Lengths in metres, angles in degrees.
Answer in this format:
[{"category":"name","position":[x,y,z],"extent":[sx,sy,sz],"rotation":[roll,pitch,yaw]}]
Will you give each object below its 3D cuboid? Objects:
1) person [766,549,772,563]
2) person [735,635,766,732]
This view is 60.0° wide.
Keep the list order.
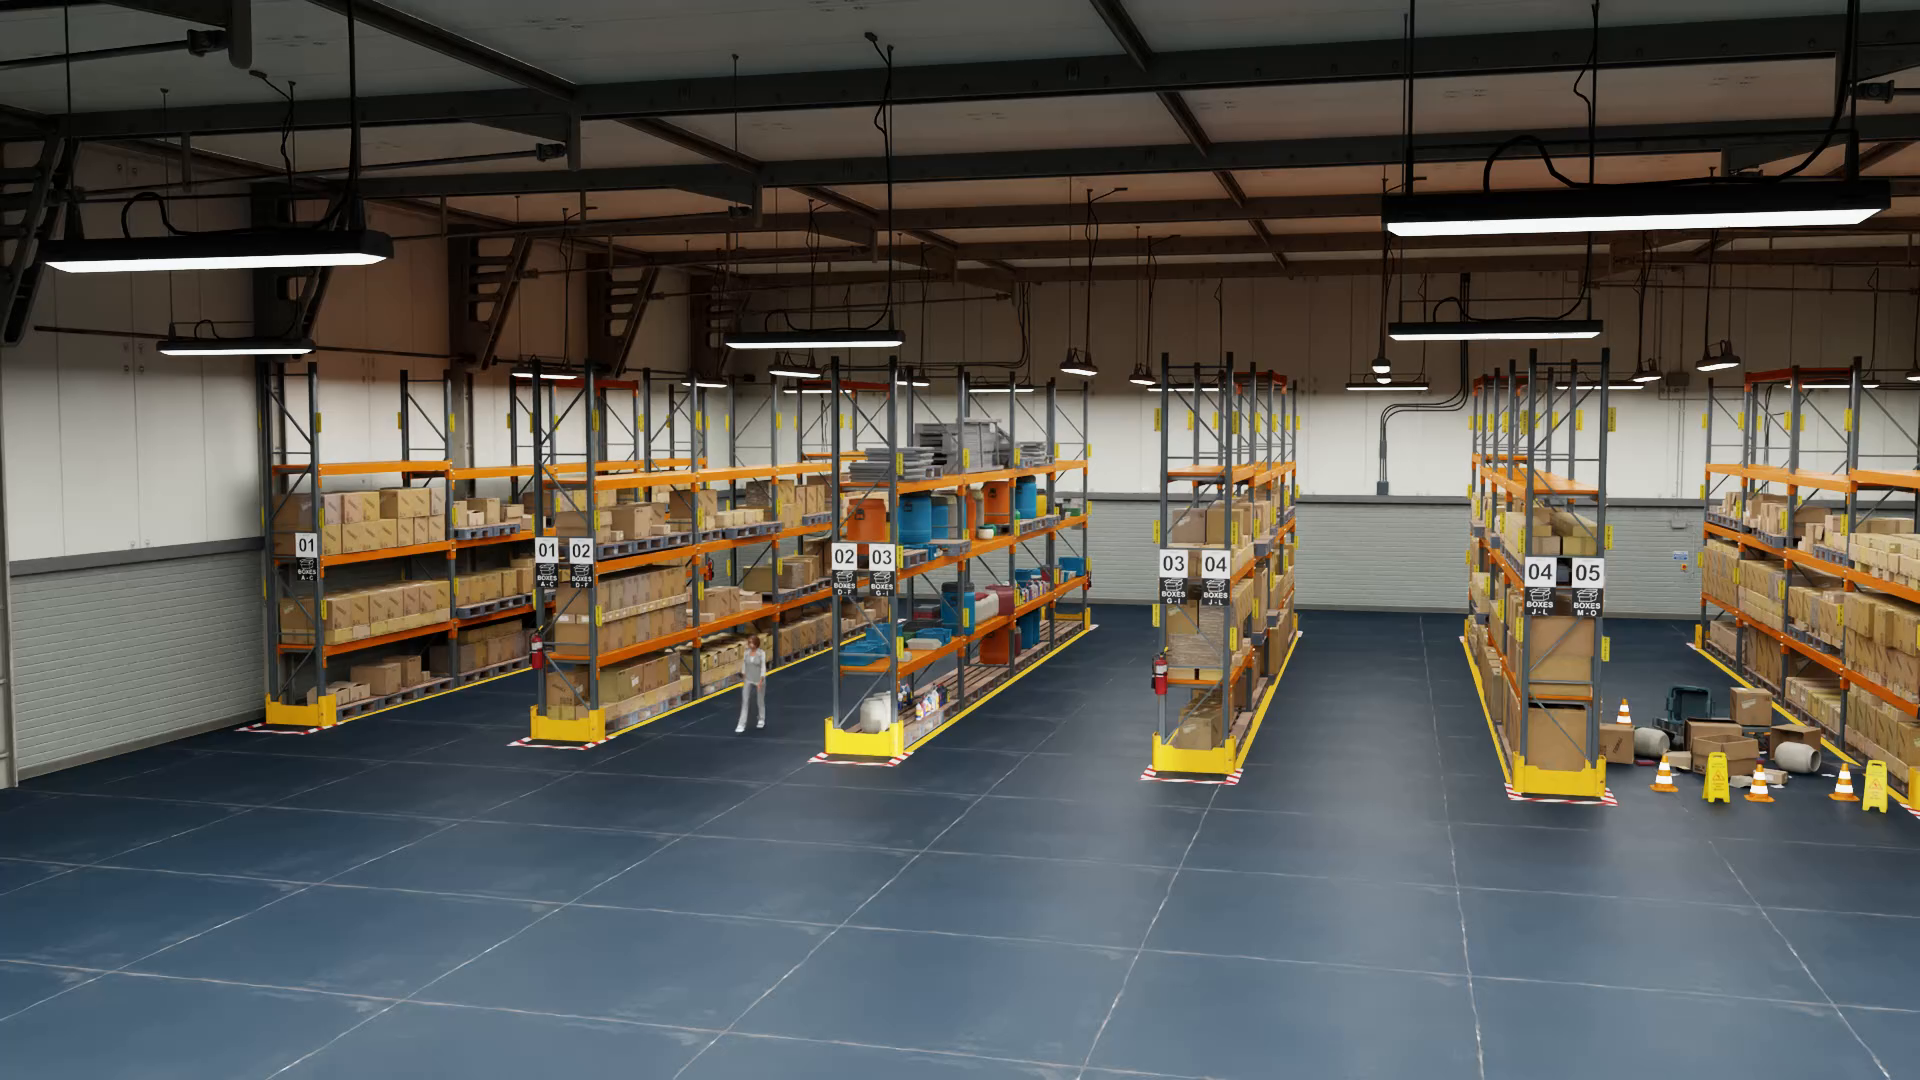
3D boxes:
[{"category":"person","position":[-4.997,1.009,44.702],"extent":[0.508,1.556,0.995],"rotation":[1,4,12]},{"category":"person","position":[-3.355,2.332,26.885],"extent":[0.442,1.514,0.926],"rotation":[0,4,2]}]
